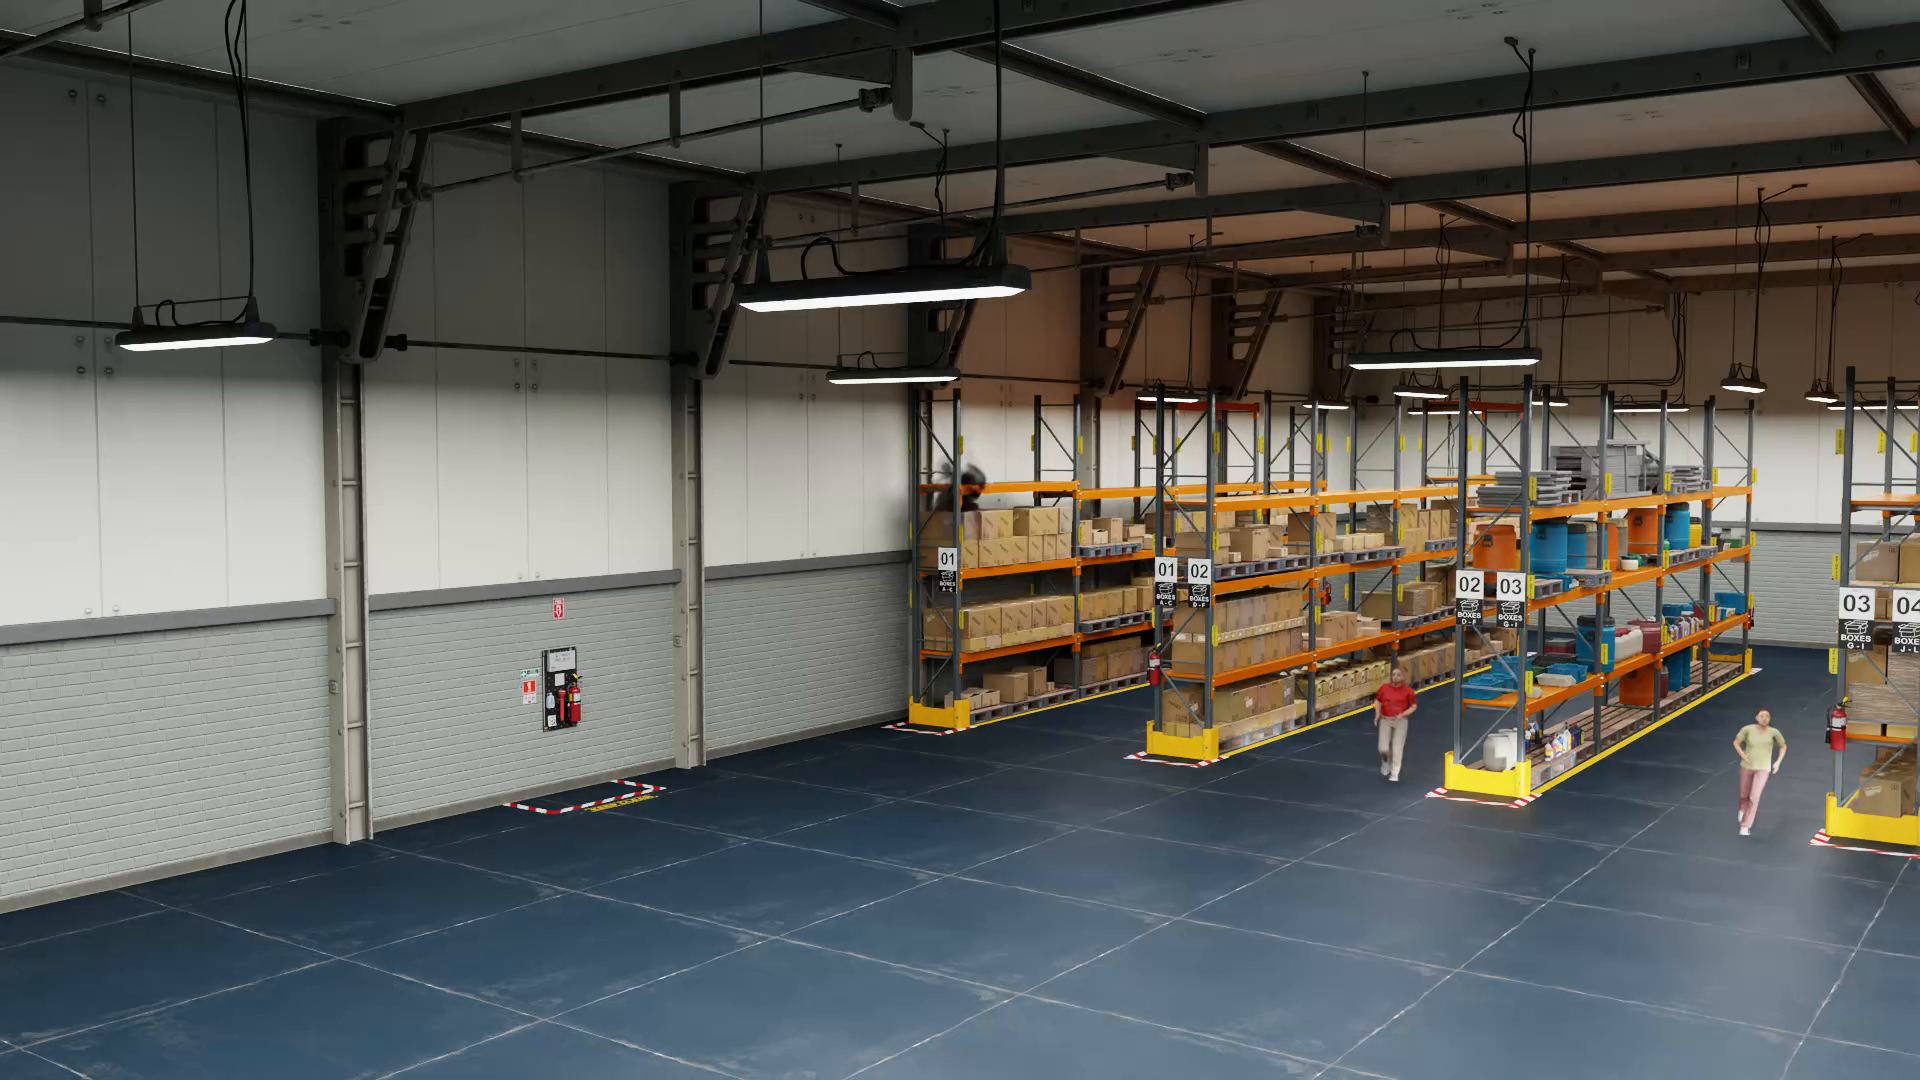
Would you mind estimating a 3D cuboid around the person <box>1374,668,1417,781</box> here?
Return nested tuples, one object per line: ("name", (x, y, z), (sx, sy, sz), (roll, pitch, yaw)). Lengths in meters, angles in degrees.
("person", (6.462, 2.749, 24.782), (0.639, 1.673, 0.548), (1, 4, 23))

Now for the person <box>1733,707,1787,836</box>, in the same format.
("person", (10.331, 2.960, 21.521), (0.600, 1.640, 0.804), (2, 4, 27))
